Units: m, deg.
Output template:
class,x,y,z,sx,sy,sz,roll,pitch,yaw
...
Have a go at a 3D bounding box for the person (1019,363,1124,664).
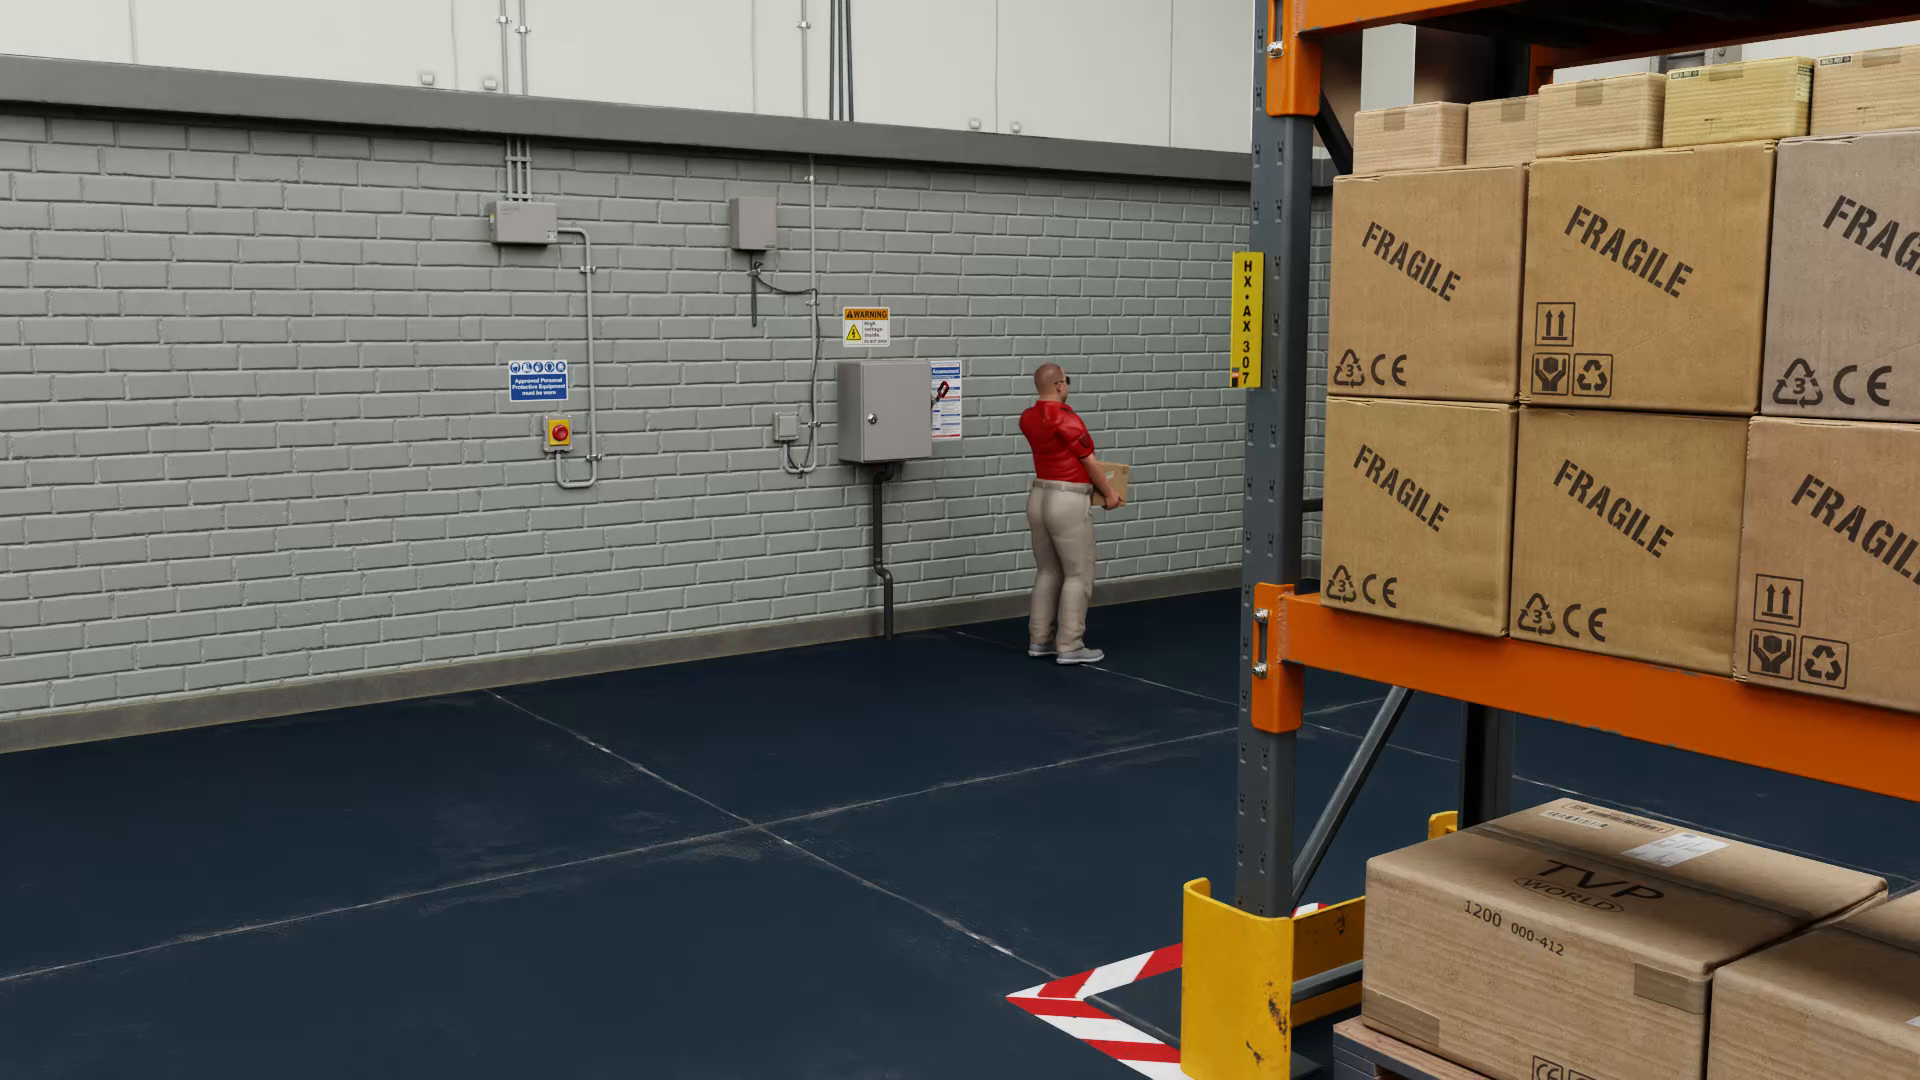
class,x,y,z,sx,sy,sz,roll,pitch,yaw
person,0.648,-0.165,9.629,0.531,1.713,0.494,-5,9,-35
